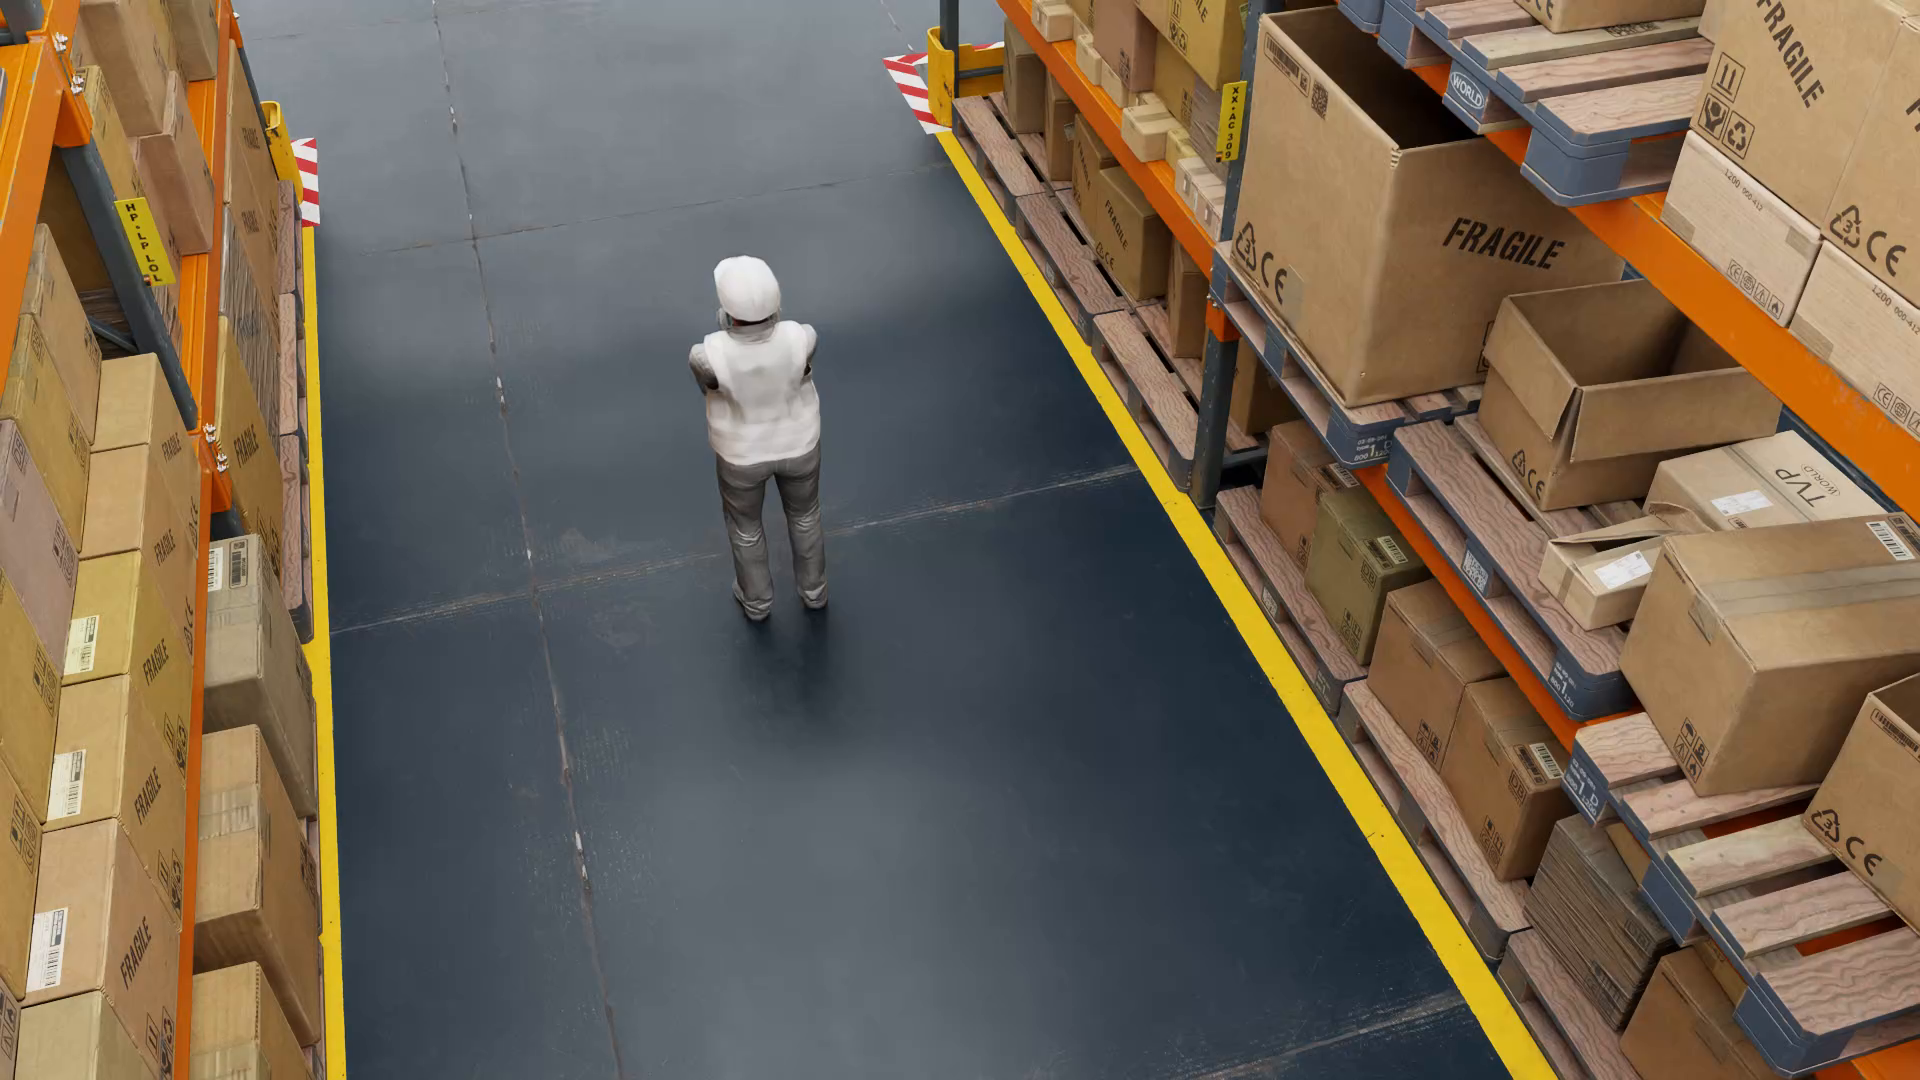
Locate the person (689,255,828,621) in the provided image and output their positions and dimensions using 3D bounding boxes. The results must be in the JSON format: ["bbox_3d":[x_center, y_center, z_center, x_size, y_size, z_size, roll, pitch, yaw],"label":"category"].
[{"bbox_3d":[-0.809,-0.448,6.646,0.494,1.762,0.564,-12,43,-13],"label":"person"}]
